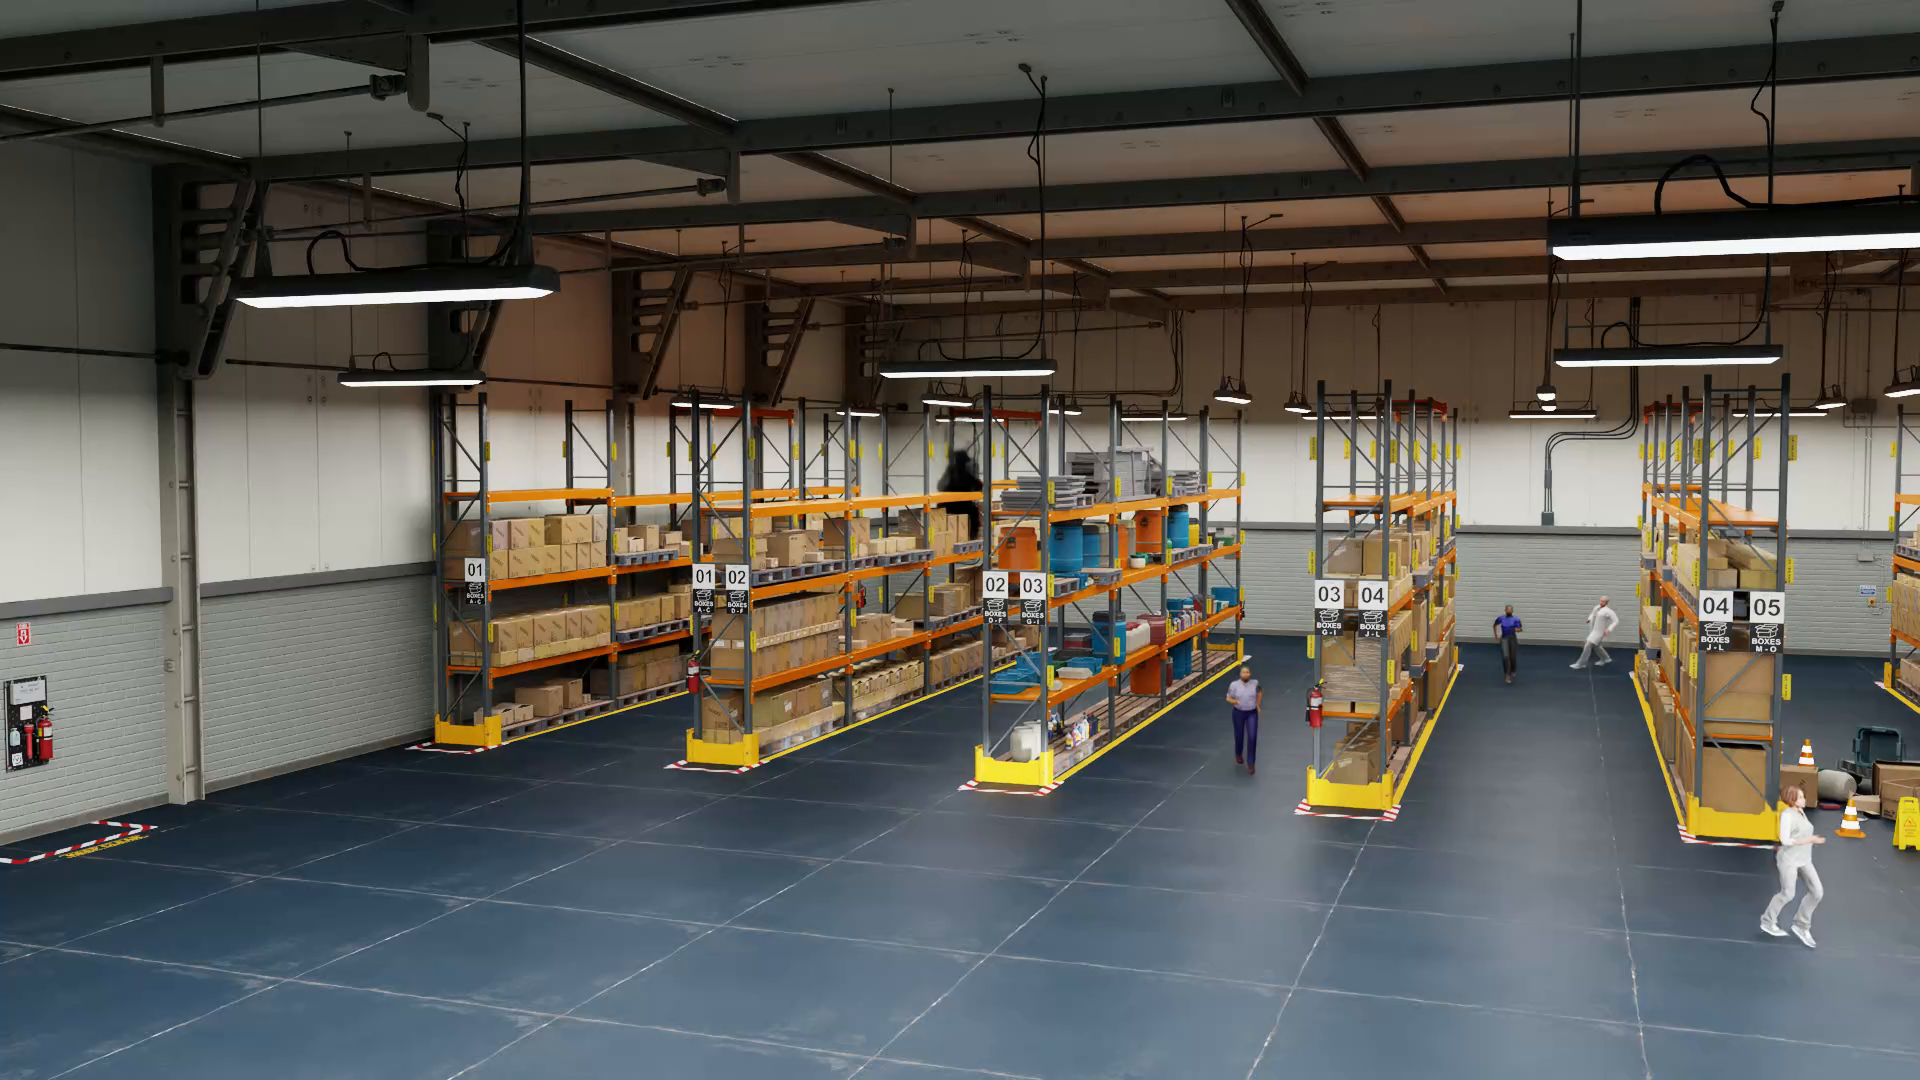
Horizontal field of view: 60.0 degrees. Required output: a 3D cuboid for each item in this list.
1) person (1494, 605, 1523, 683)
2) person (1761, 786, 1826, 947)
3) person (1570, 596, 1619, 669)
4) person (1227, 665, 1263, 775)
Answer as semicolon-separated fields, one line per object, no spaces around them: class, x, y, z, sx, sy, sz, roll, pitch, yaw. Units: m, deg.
person;11.962;2.254;36.300;0.598;1.706;0.852;1;3;15
person;8.476;3.302;16.874;0.514;1.624;0.661;-2;4;-33
person;14.526;2.112;38.144;0.998;1.696;0.865;1;3;13
person;4.471;2.789;26.121;0.568;1.654;0.901;0;3;8
